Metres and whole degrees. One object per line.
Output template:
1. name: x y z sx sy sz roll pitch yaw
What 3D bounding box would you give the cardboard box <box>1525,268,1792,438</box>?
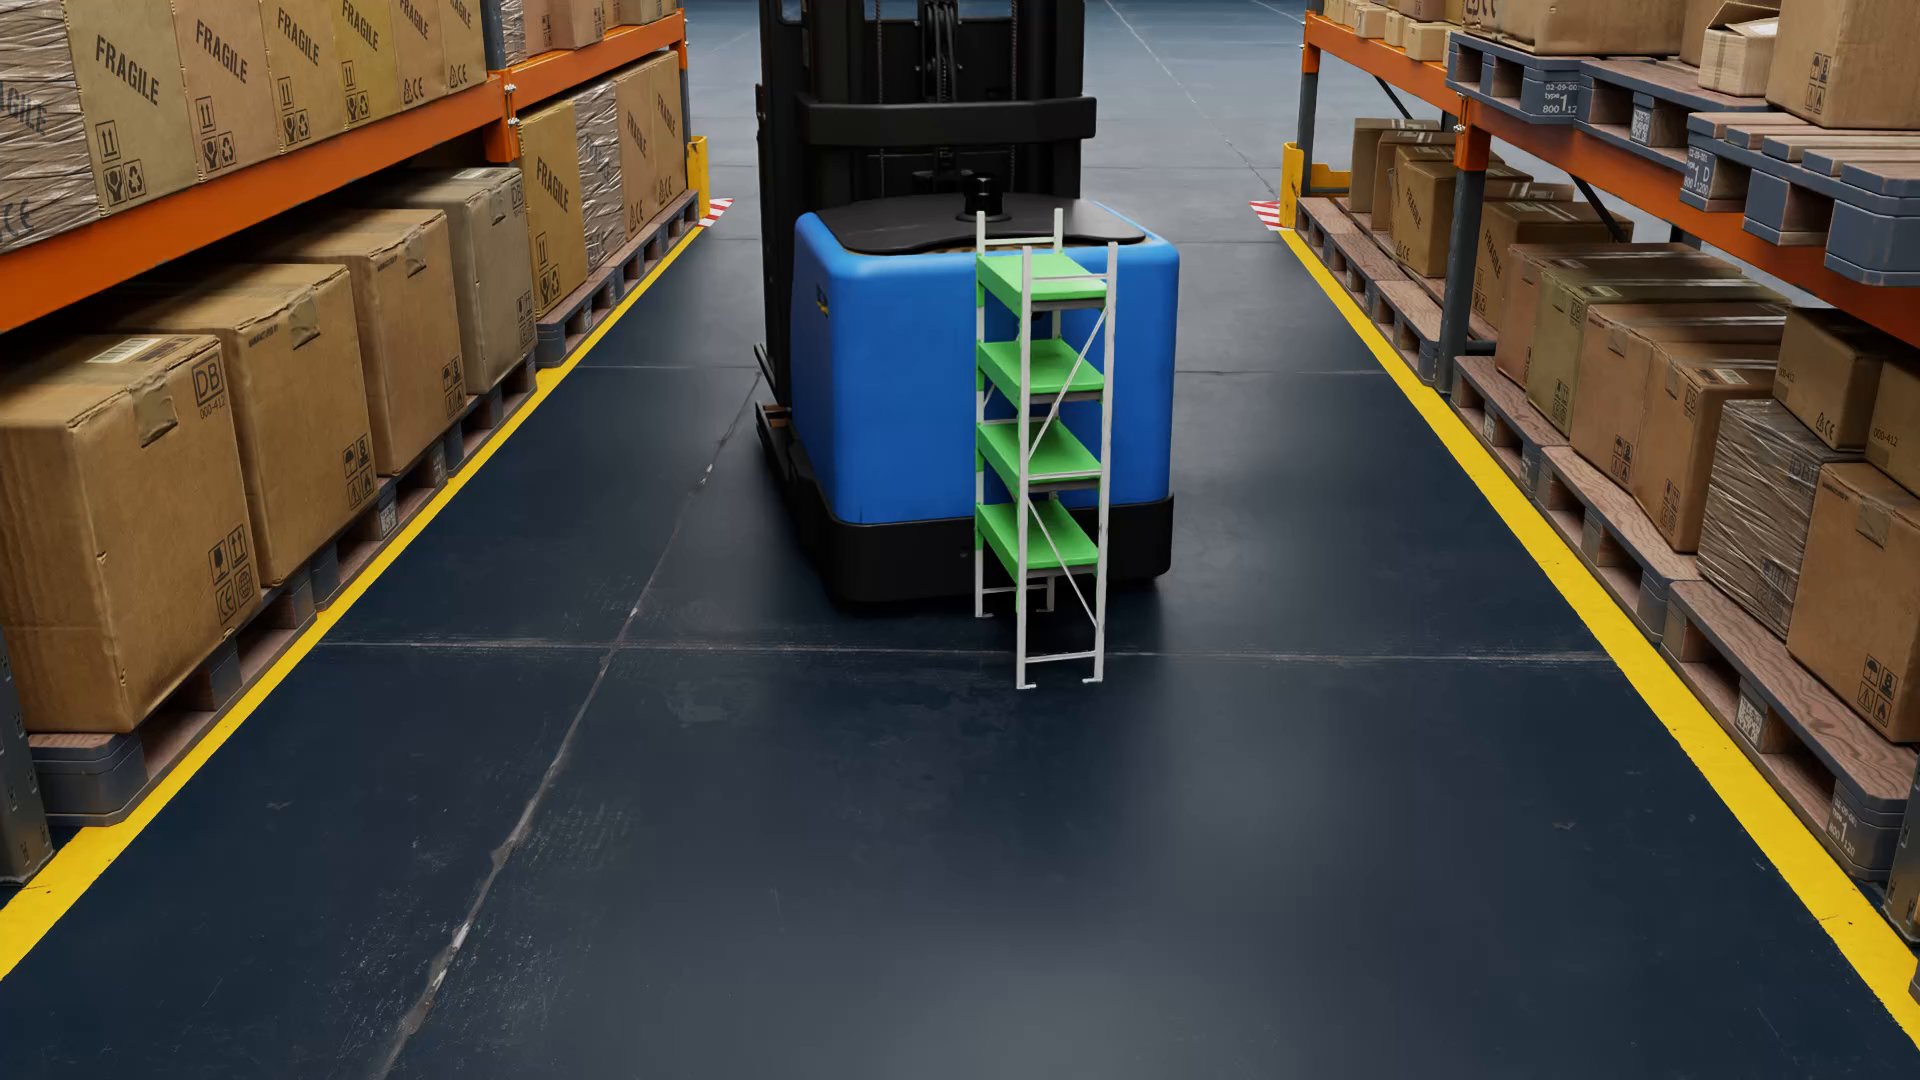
1. cardboard box: 2.484 -0.677 5.974 0.700 0.500 0.500 1 21 1

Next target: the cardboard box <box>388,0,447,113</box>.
1. cardboard box: -2.161 -1.794 5.869 0.500 0.500 0.500 0 21 1

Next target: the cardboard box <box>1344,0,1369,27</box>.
1. cardboard box: 2.396 -2.989 9.432 0.380 0.149 0.250 1 21 2

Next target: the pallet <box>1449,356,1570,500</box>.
1. pallet: 2.536 -0.450 6.396 1.003 0.211 1.213 1 21 2

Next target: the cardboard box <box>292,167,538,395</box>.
1. cardboard box: -2.326 -1.044 6.602 1.050 0.750 0.750 1 21 1

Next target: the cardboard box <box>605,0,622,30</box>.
1. cardboard box: -2.379 -3.103 9.173 0.875 0.550 0.550 1 21 2

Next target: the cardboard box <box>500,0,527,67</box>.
1. cardboard box: -2.398 -2.326 7.169 0.875 0.550 0.550 1 21 2

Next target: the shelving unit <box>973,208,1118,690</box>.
1. shelving unit: 0.217 -0.252 4.520 0.258 1.200 0.503 -5 22 -12

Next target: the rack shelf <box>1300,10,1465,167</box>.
1. rack shelf: 2.619 -2.419 8.611 1.077 0.370 4.000 1 21 2

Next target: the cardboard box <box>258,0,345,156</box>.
1. cardboard box: -2.189 -1.428 4.925 0.500 0.500 0.500 0 21 1

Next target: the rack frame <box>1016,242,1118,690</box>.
1. rack frame: 0.270 -0.166 4.298 0.240 1.200 0.015 -5 22 -12

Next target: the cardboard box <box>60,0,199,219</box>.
1. cardboard box: -2.222 -1.066 3.991 0.500 0.500 0.500 0 21 1

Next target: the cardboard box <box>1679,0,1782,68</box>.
1. cardboard box: 2.597 -1.647 4.904 0.797 0.503 0.637 3 21 7

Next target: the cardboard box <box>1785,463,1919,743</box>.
1. cardboard box: 2.437 0.133 3.887 0.700 0.500 0.500 0 21 -1

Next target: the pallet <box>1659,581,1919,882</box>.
1. pallet: 2.461 0.433 4.122 1.003 0.211 1.213 1 21 2

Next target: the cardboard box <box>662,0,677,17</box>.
1. cardboard box: -2.241 -3.504 10.205 0.875 0.550 0.550 1 21 2

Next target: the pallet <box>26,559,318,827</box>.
1. pallet: -2.419 0.340 4.361 1.003 0.211 1.213 1 21 2

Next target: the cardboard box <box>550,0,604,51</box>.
1. cardboard box: -2.269 -2.719 8.182 0.875 0.550 0.550 1 21 2

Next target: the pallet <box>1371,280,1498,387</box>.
1. pallet: 2.543 -0.974 7.748 1.003 0.211 1.213 1 21 2

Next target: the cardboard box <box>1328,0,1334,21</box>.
1. cardboard box: 2.406 -3.170 9.898 0.380 0.149 0.250 1 21 2

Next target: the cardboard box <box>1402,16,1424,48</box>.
1. cardboard box: 2.358 -2.446 8.034 0.380 0.149 0.250 1 21 2

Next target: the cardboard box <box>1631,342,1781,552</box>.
1. cardboard box: 2.451 -0.273 4.933 0.700 0.500 0.500 2 21 6

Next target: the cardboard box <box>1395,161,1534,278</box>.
1. cardboard box: 2.560 -1.638 8.479 0.500 0.500 0.500 -1 21 -3

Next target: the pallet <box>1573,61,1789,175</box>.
1. pallet: 2.455 -1.212 4.770 1.003 0.211 1.213 1 21 2

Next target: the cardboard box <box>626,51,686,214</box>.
1. cardboard box: -2.230 -2.528 10.254 0.875 0.875 0.875 1 21 2

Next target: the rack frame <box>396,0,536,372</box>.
1. rack frame: -2.397 -2.122 6.852 1.000 3.000 0.127 1 21 2

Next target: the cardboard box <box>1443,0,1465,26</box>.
1. cardboard box: 2.684 -2.559 7.427 0.875 0.500 0.500 1 21 2

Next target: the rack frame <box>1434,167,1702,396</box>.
1. rack frame: 2.558 -2.031 6.617 1.000 3.000 0.127 1 21 2

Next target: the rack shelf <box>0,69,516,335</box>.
1. rack shelf: -2.458 -1.064 5.118 1.077 0.370 4.000 1 21 2

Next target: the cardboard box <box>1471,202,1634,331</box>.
1. cardboard box: 2.610 -1.206 7.365 0.500 0.500 0.500 0 21 0

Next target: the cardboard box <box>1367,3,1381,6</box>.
1. cardboard box: 2.401 -2.808 8.966 0.380 0.149 0.250 1 21 2

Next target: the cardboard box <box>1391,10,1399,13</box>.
1. cardboard box: 2.415 -2.627 8.499 0.380 0.149 0.250 1 21 2

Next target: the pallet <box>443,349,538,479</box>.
1. pallet: -2.345 -0.542 6.635 1.003 0.211 1.213 1 21 2

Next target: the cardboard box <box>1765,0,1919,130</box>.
1. cardboard box: 2.330 -1.226 3.823 0.700 0.500 0.500 4 22 10

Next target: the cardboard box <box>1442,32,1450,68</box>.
1. cardboard box: 2.288 -2.085 7.104 0.380 0.149 0.250 1 21 2

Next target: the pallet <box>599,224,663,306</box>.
1. pallet: -2.261 -1.538 9.202 1.003 0.211 1.213 1 21 2

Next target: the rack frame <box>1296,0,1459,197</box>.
1. rack frame: 2.679 -3.477 10.344 1.000 3.000 0.127 1 21 2

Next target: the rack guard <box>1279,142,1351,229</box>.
1. rack guard: 2.677 -2.284 10.726 1.175 0.500 0.348 1 21 2

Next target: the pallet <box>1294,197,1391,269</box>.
1. pallet: 2.617 -1.856 10.022 1.003 0.211 1.213 1 21 2

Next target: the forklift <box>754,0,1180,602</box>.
1. forklift: -0.177 -1.685 5.819 1.130 2.935 3.031 -5 22 -12

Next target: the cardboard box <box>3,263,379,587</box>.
1. cardboard box: -2.387 -0.358 4.835 1.050 0.750 0.750 1 21 2

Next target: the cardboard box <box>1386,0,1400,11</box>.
1. cardboard box: 2.655 -2.921 8.361 0.875 0.500 0.500 1 21 2

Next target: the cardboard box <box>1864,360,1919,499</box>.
1. cardboard box: 2.427 -0.217 3.752 0.500 0.250 0.500 1 21 4

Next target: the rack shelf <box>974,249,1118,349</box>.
1. rack shelf: 0.217 -0.640 4.369 0.258 0.148 0.480 -5 22 -12

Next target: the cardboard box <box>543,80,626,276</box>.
1. cardboard box: -2.284 -1.880 8.584 0.875 0.875 0.875 1 21 2

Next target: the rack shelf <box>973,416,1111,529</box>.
1. rack shelf: 0.217 -0.192 4.543 0.258 0.148 0.480 -5 22 -12

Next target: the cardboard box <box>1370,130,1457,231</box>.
1. cardboard box: 2.660 -2.066 9.581 0.500 0.500 0.500 6 22 16

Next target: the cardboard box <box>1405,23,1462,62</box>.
1. cardboard box: 2.251 -2.267 7.571 0.380 0.149 0.250 1 21 2
